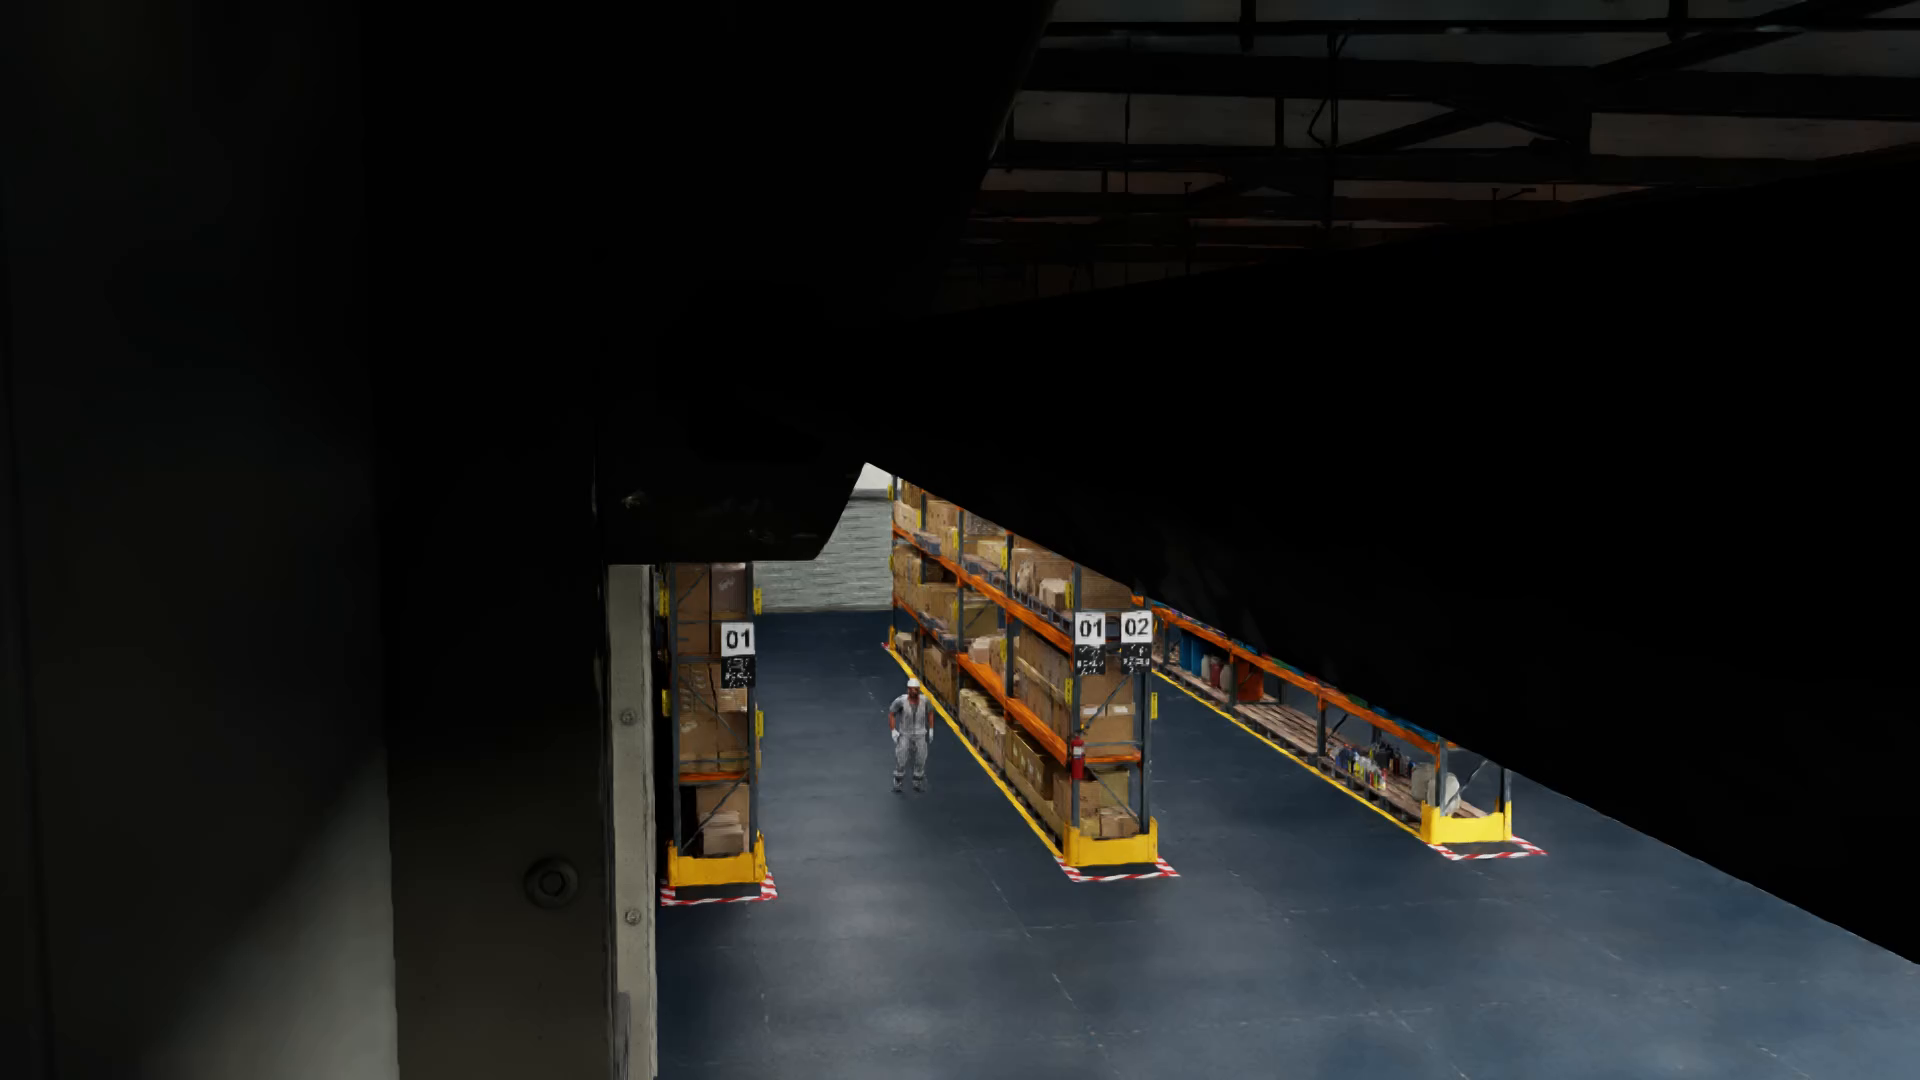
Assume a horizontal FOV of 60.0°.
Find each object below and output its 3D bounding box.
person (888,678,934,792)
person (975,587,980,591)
[{"bbox_3d":[-0.707,2.849,24.308,0.671,1.742,0.552,-1,6,-11],"label":"person"},{"bbox_3d":[0.431,1.250,38.966,0.486,1.762,0.729,4,7,33],"label":"person"}]
